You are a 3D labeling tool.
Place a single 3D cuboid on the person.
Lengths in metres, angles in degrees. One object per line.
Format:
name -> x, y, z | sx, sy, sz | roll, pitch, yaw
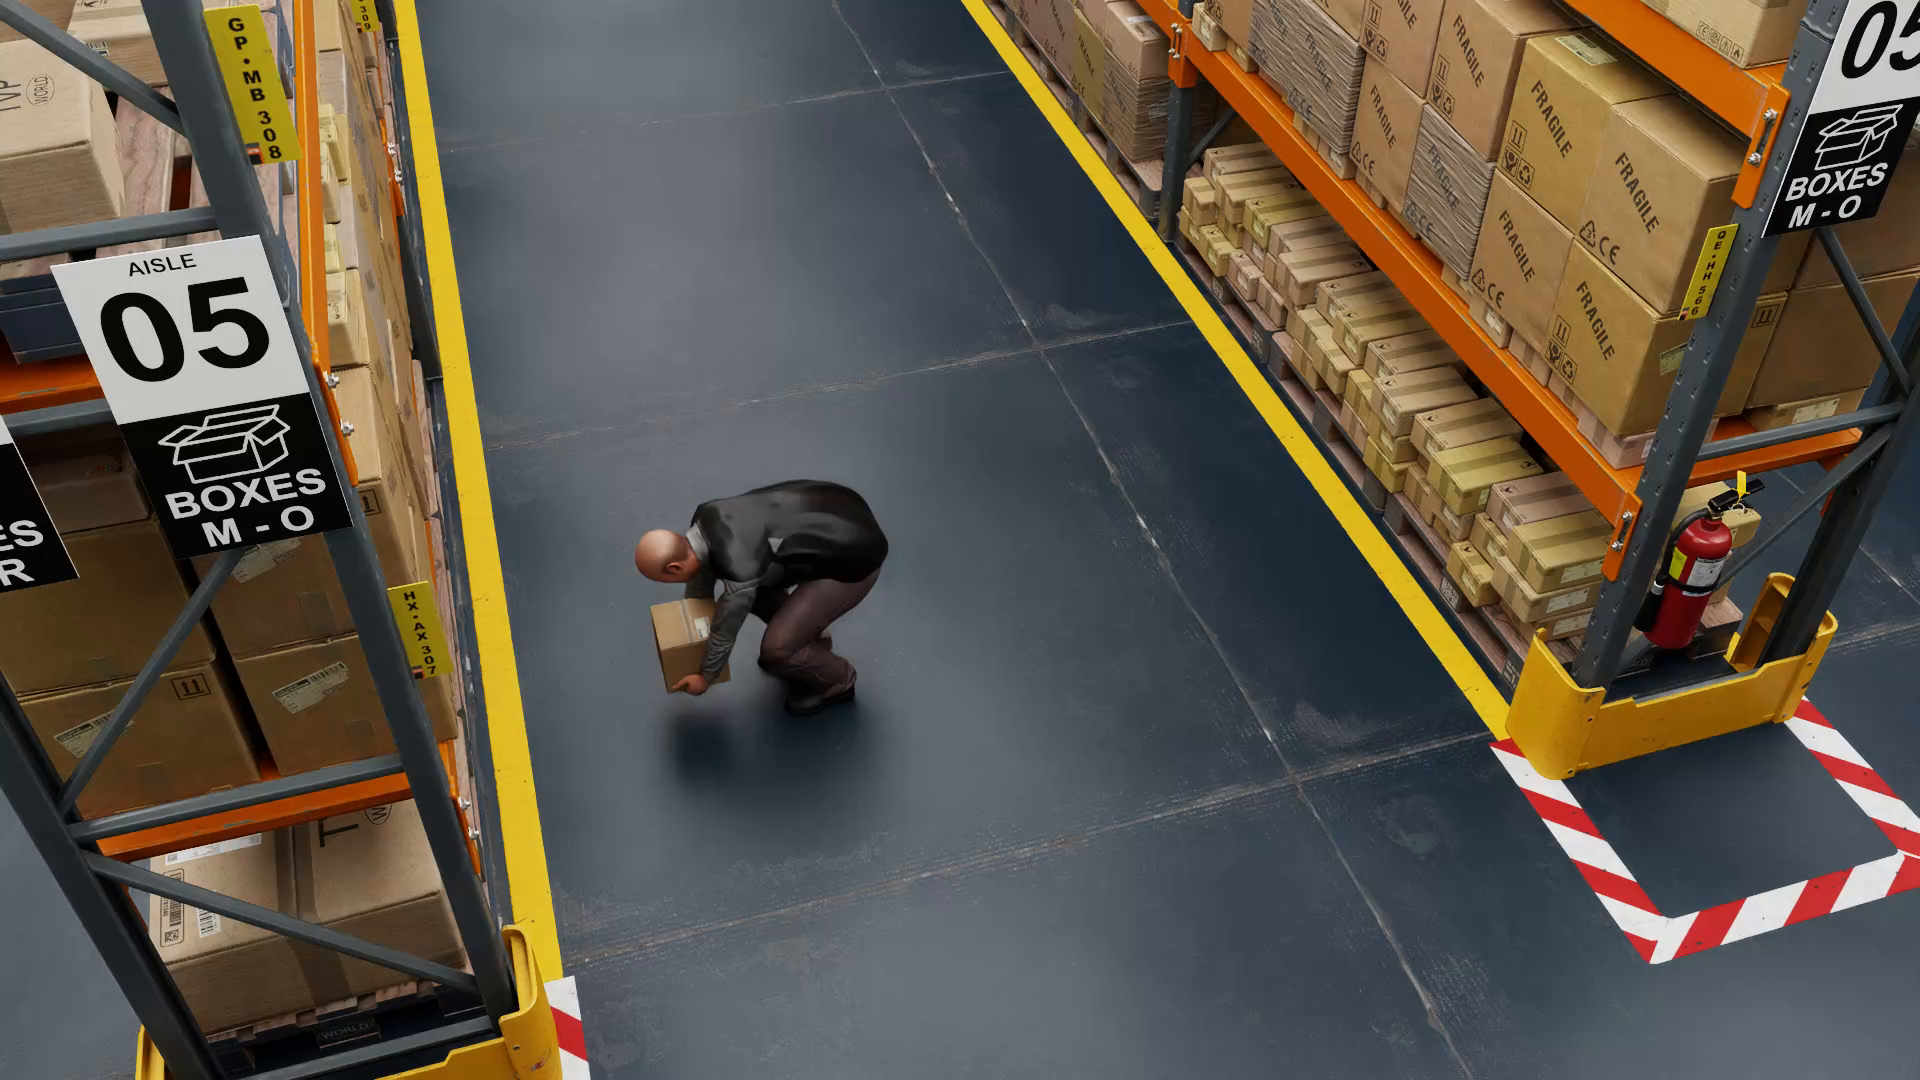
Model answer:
person -> -0.748, 0.240, 6.463 | 0.945, 0.986, 0.510 | -14, 44, -15
